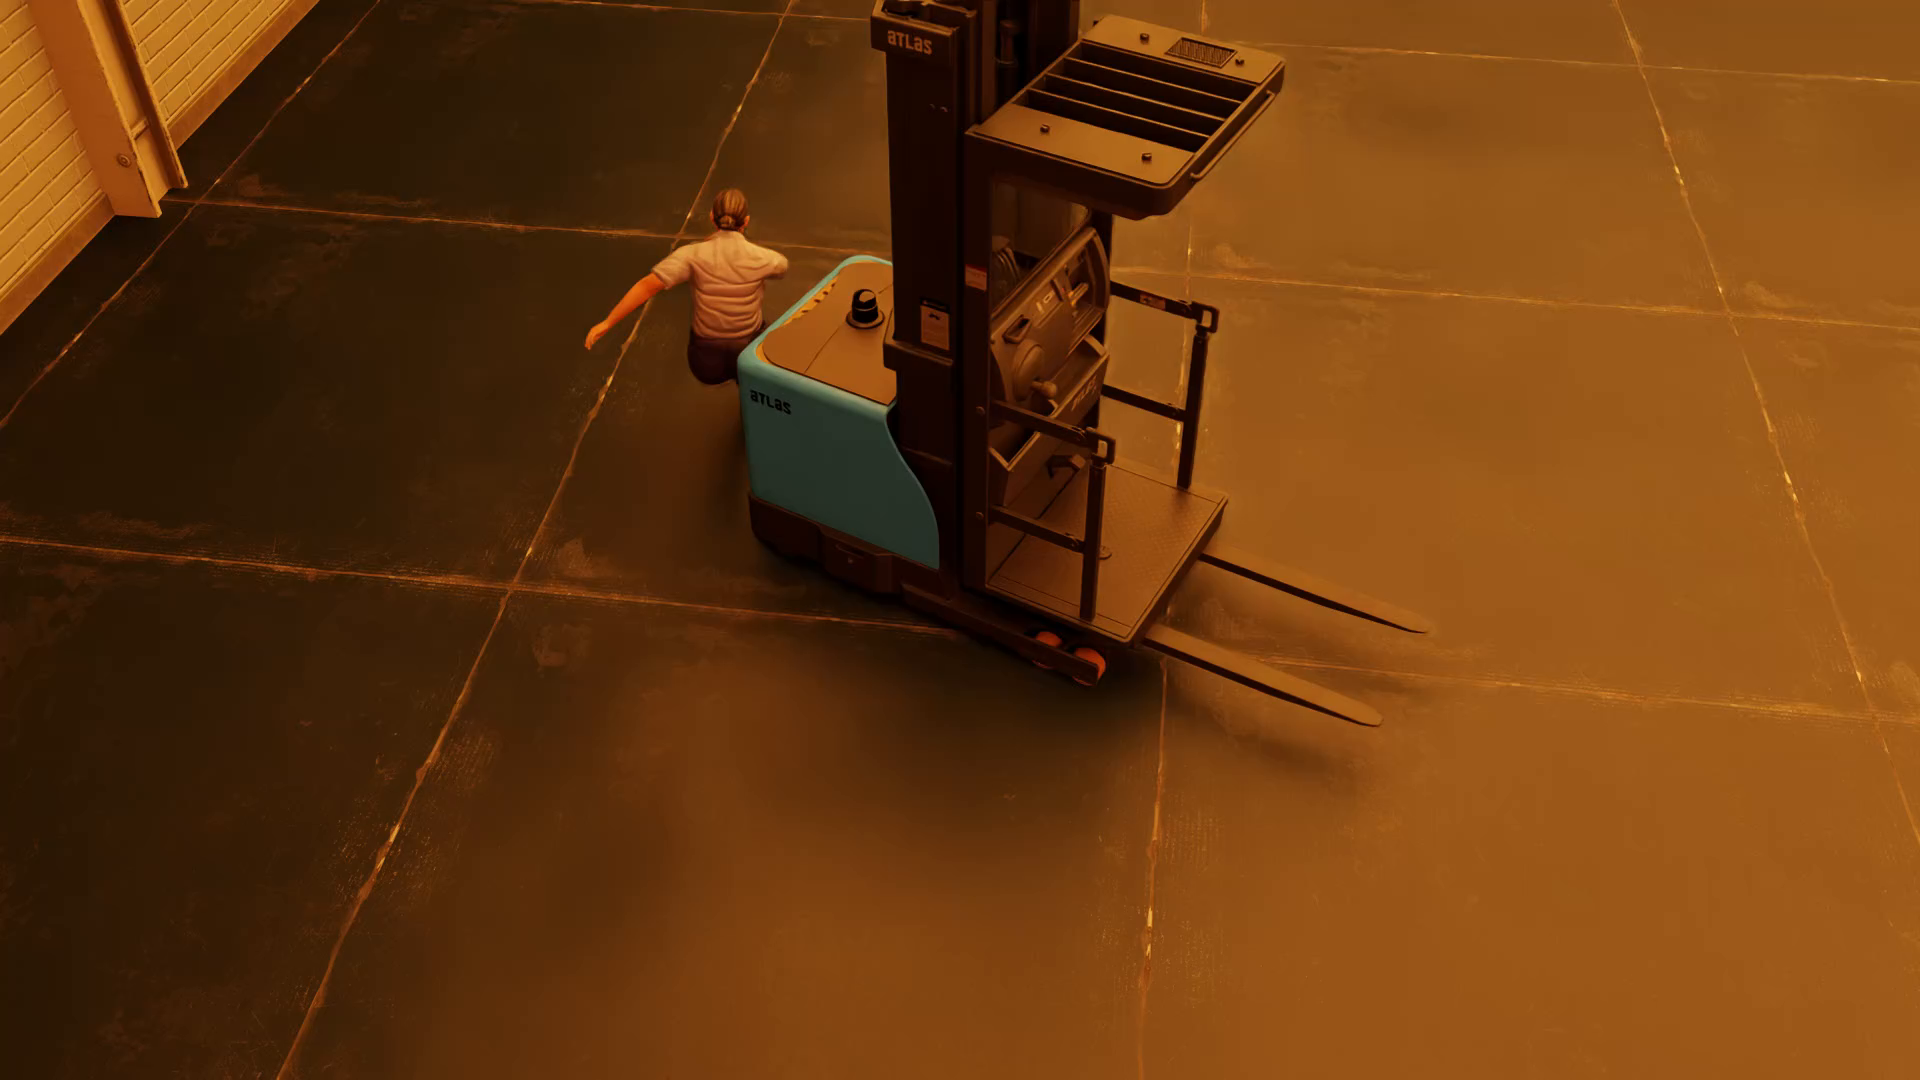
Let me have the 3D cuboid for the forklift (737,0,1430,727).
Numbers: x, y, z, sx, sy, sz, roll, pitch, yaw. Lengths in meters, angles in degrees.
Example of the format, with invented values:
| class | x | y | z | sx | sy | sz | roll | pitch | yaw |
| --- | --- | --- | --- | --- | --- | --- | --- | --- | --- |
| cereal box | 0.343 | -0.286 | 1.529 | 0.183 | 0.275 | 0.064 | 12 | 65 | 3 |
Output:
| class | x | y | z | sx | sy | sz | roll | pitch | yaw |
| --- | --- | --- | --- | --- | --- | --- | --- | --- | --- |
| forklift | 0.551 | -0.865 | 6.666 | 3.031 | 2.935 | 1.130 | 21 | 47 | 22 |

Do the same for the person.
| class | x | y | z | sx | sy | sz | roll | pitch | yaw |
| --- | --- | --- | --- | --- | --- | --- | --- | --- | --- |
| person | -1.210 | -1.064 | 8.051 | 0.979 | 1.442 | 1.009 | 1 | 43 | 1 |
